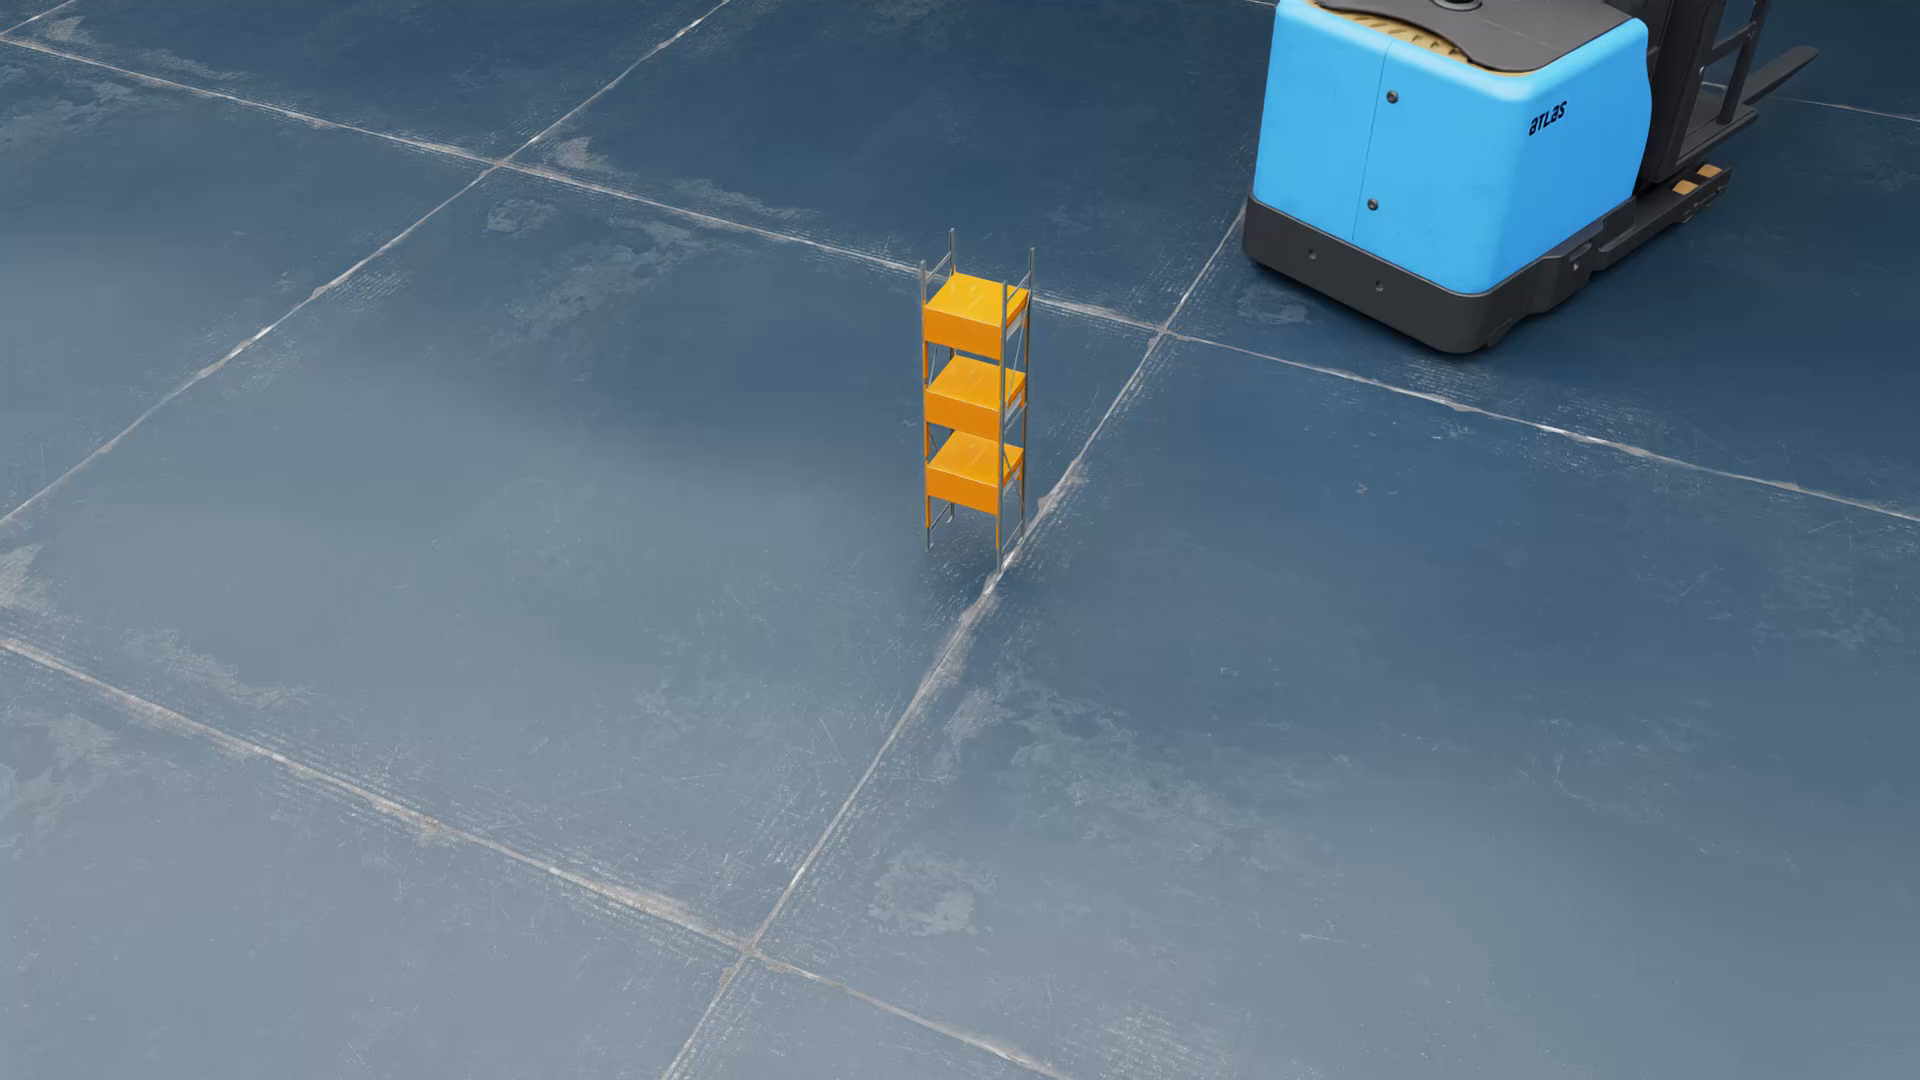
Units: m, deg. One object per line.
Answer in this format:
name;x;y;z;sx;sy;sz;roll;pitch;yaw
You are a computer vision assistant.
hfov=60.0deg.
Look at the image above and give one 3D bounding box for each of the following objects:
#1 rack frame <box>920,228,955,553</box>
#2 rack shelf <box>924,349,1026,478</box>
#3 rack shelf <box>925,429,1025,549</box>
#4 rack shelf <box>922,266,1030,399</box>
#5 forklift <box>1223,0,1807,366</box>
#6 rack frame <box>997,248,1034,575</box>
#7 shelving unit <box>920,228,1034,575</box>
rack frame;-0.062;-0.416;4.928;0.008;1.050;0.200;17;44;19
rack shelf;0.048;-0.374;4.896;0.240;0.259;0.215;17;44;19
rack shelf;0.048;-0.164;5.078;0.240;0.259;0.215;17;44;19
rack shelf;0.048;-0.588;4.710;0.240;0.259;0.215;17;44;19
forklift;2.432;-2.566;5.972;3.031;2.935;1.130;-32;50;-31
rack frame;0.159;-0.348;4.850;0.008;1.050;0.200;17;44;19
shelving unit;0.048;-0.382;4.889;0.252;1.050;0.215;17;44;19
